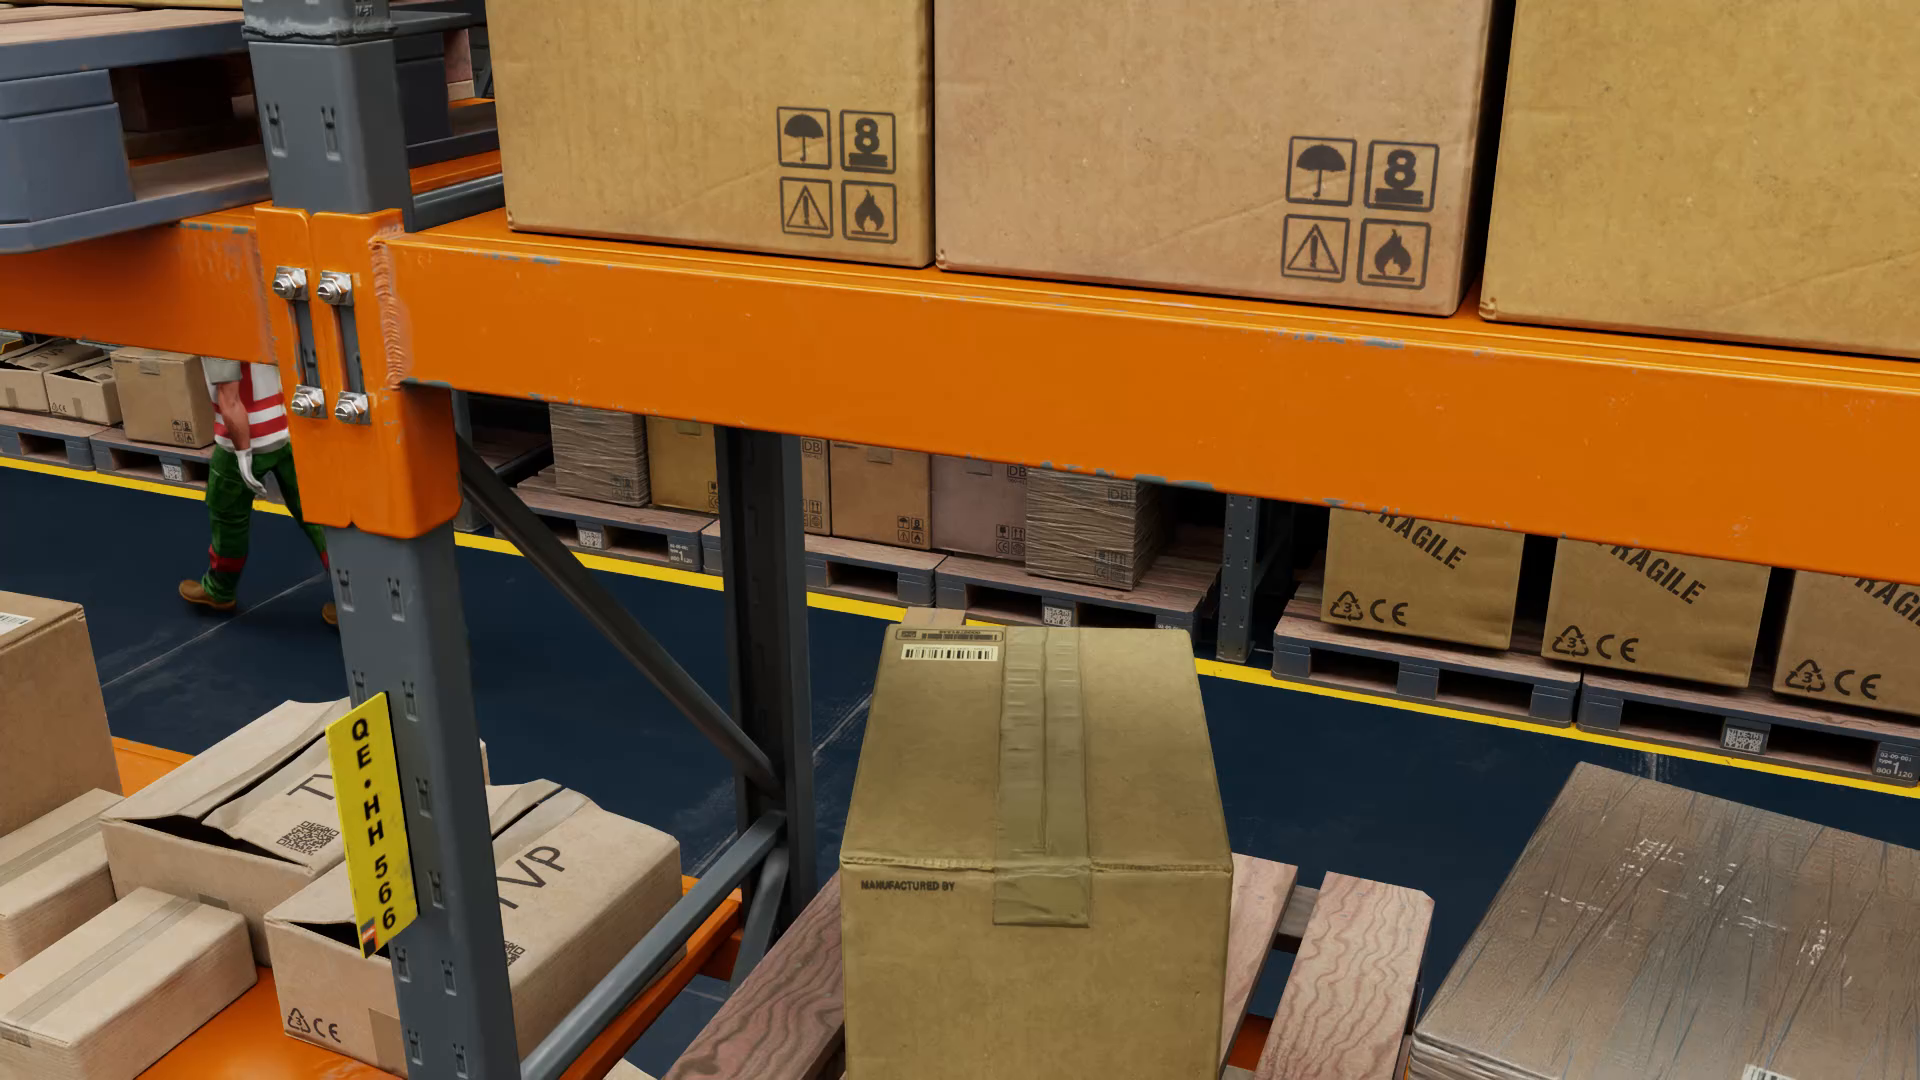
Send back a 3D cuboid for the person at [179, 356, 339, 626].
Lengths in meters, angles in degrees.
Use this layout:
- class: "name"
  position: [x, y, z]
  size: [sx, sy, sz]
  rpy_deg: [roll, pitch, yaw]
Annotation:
- class: "person"
  position: [-3.066, -0.470, 7.193]
  size: [1.054, 1.731, 0.523]
  rpy_deg: [12, 25, 28]
